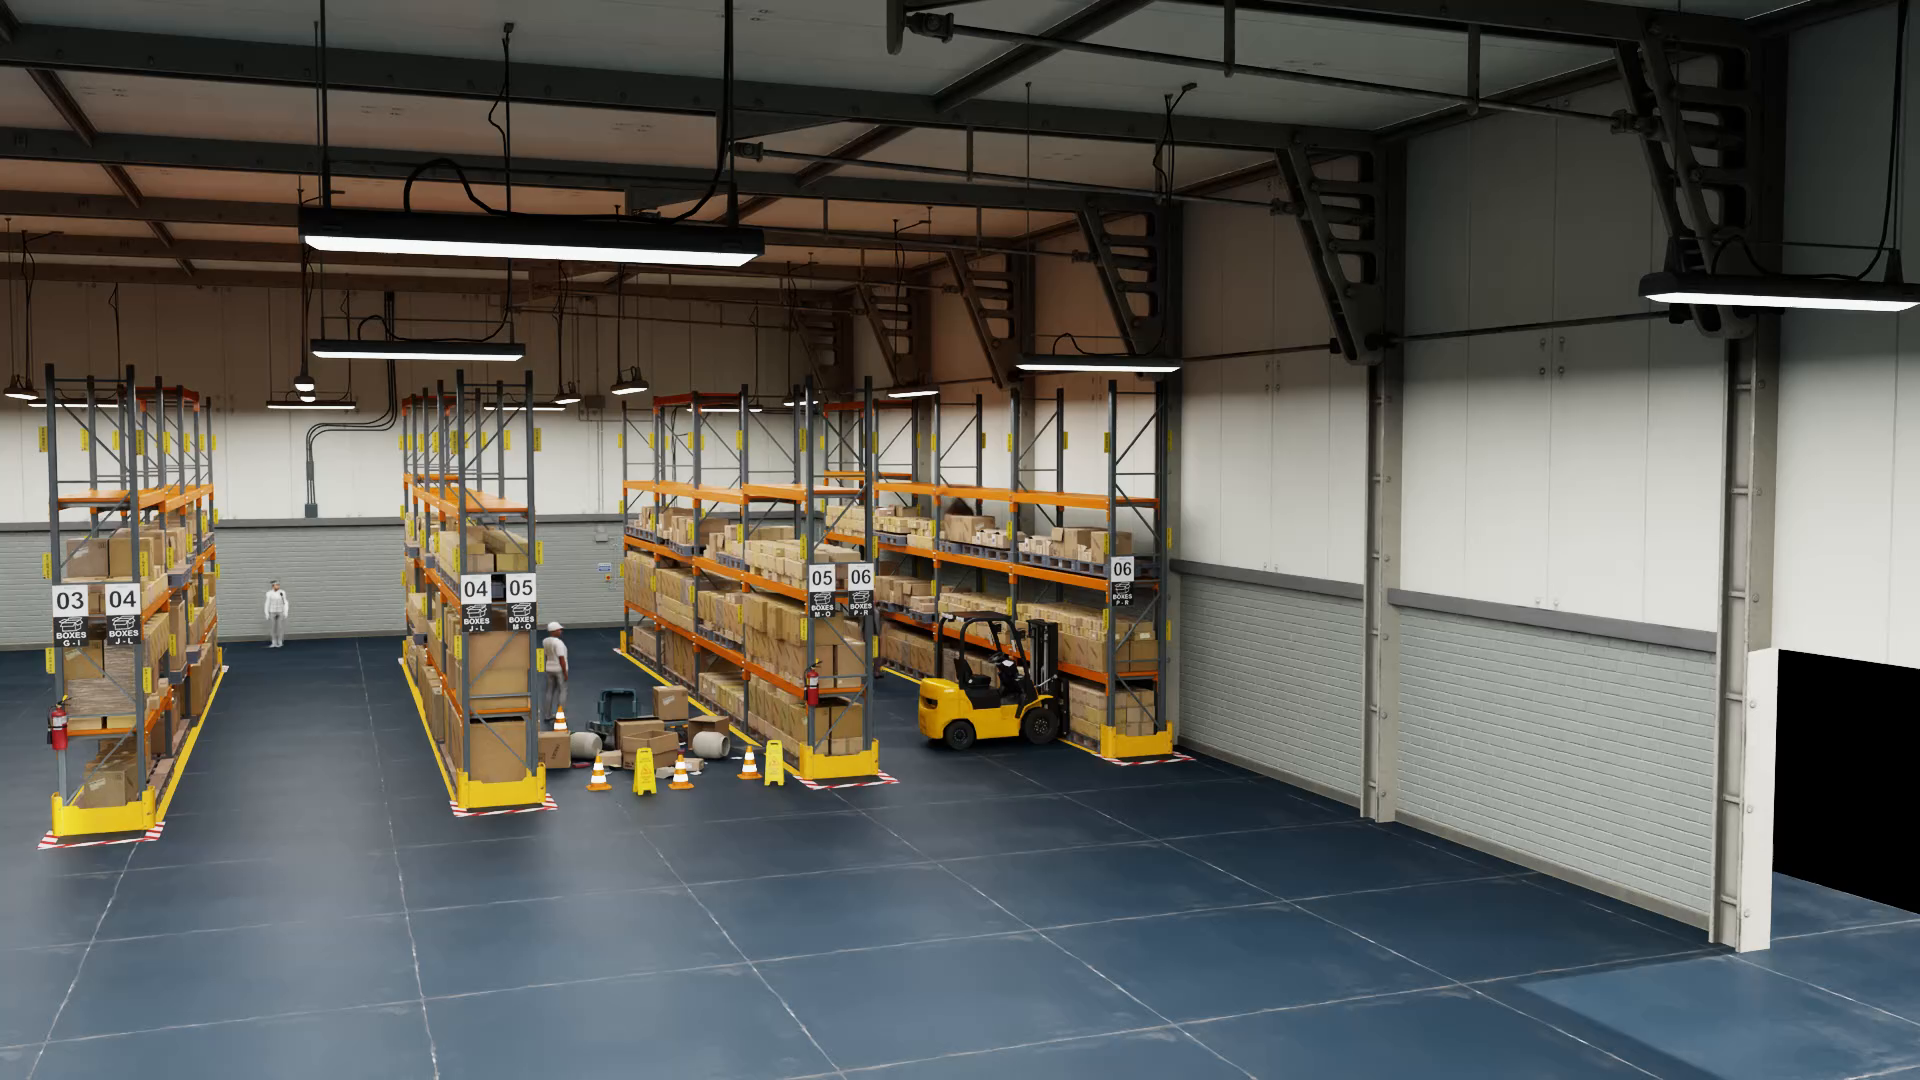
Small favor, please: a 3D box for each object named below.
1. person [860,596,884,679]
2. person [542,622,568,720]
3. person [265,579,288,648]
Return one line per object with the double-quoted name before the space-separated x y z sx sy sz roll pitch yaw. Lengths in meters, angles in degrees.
"person" -1.797 1.997 34.249 0.585 1.725 0.412 3 5 43
"person" -7.267 2.359 29.980 0.589 1.770 0.464 1 4 24
"person" -16.714 1.792 40.662 0.519 1.683 0.360 -1 4 -22
